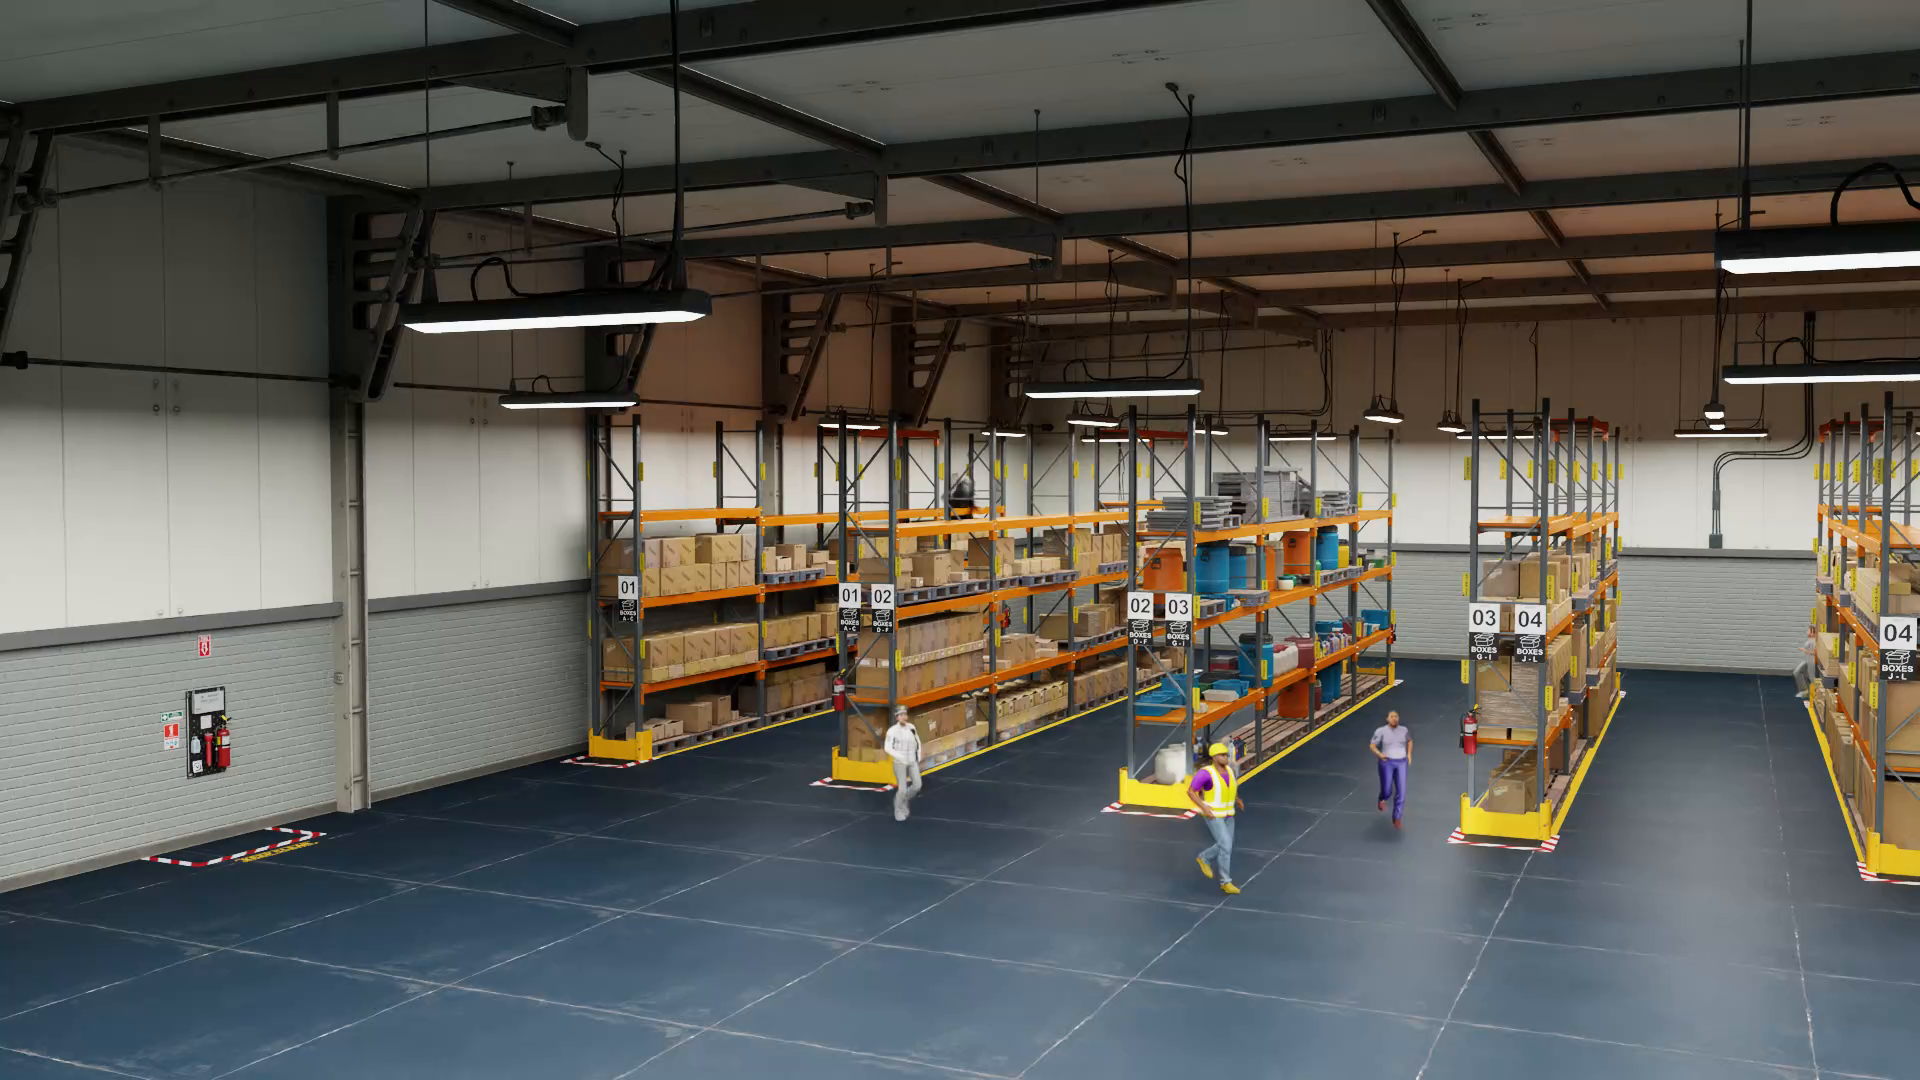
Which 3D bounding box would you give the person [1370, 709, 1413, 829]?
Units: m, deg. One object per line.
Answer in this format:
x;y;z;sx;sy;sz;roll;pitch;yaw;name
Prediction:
6.156;3.234;23.642;0.634;1.629;0.781;0;2;1;person

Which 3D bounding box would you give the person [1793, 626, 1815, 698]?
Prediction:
18.654;2.684;36.386;0.687;1.633;0.596;1;2;14;person

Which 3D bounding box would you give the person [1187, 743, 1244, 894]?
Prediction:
3.071;3.306;19.947;0.707;1.754;0.777;-2;3;-38;person

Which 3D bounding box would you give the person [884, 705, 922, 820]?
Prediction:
-0.777;3.192;23.835;0.629;1.658;0.534;-1;3;-28;person
